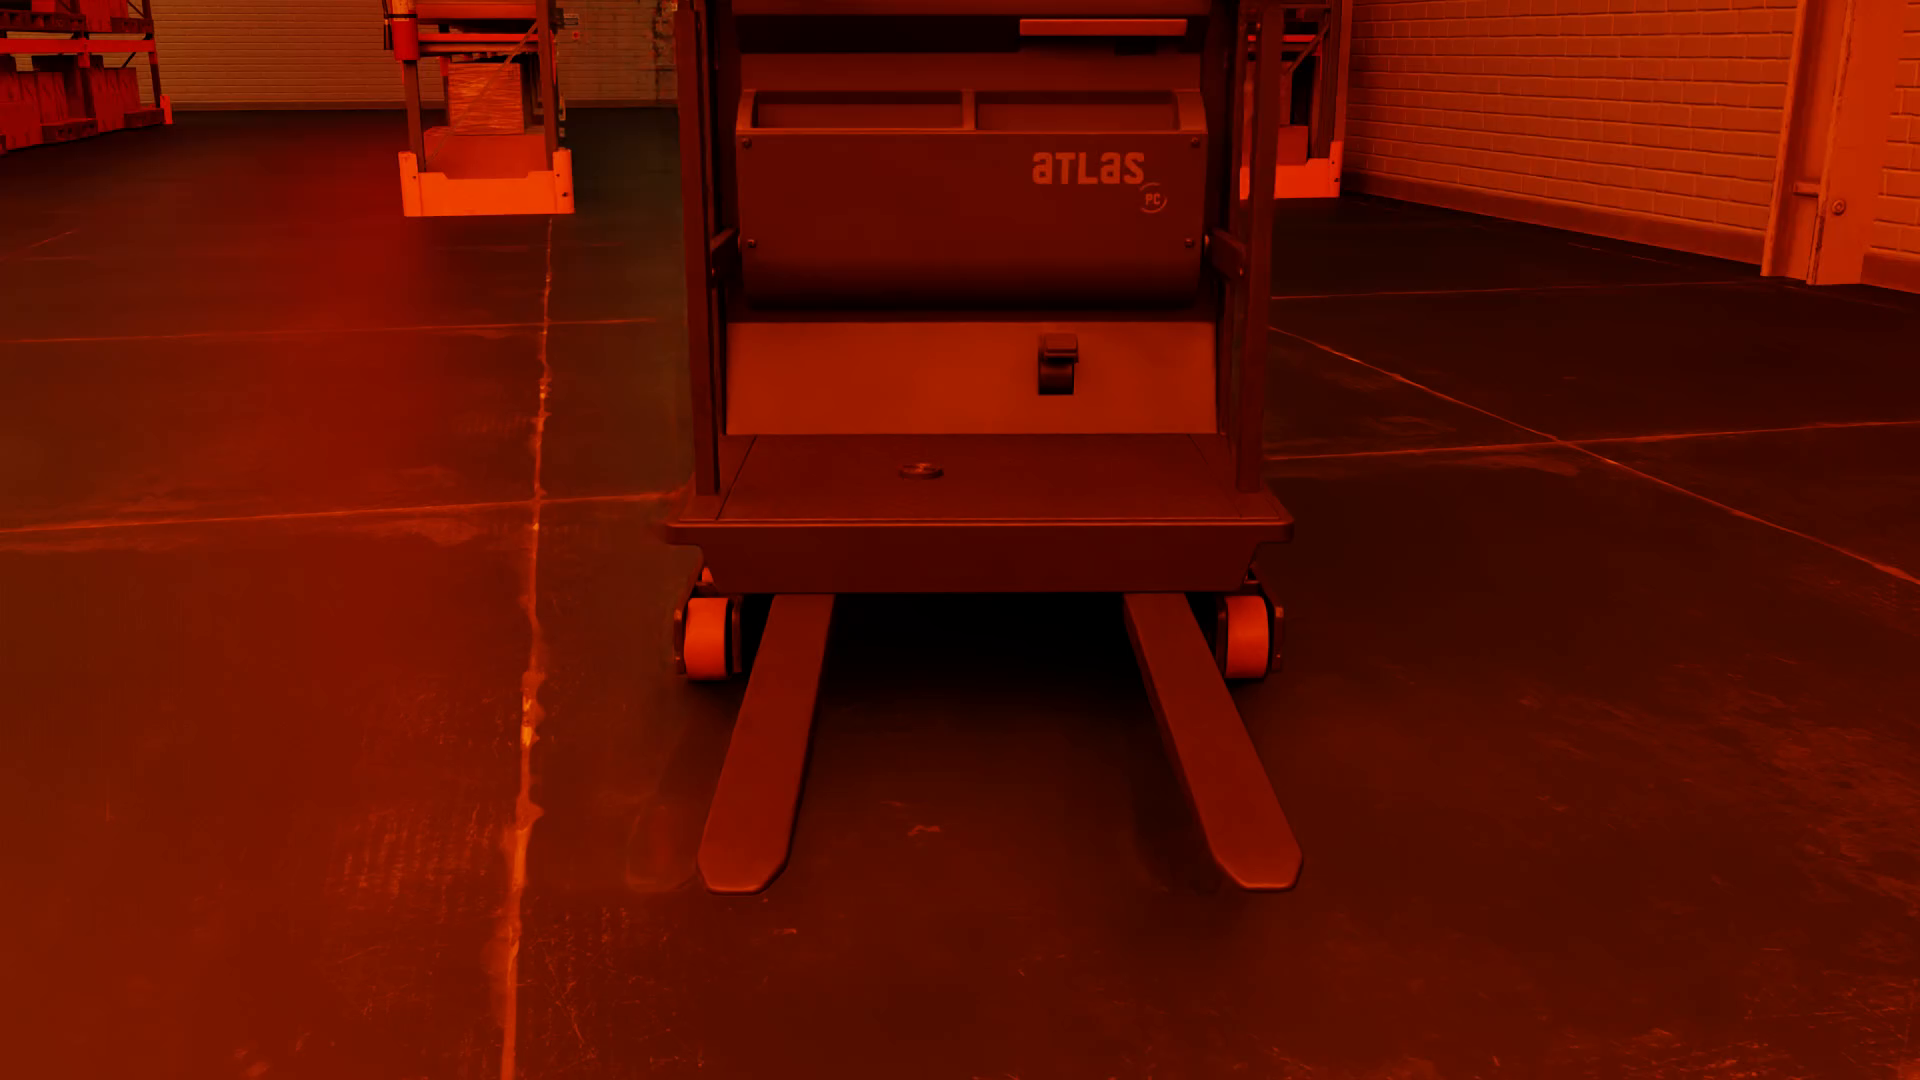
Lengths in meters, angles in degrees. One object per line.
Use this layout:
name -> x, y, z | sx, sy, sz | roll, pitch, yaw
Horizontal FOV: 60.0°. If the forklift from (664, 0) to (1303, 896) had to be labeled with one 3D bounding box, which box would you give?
forklift -> 0.028, -1.225, 2.991 | 1.130, 2.935, 3.031 | 0, 17, -1
